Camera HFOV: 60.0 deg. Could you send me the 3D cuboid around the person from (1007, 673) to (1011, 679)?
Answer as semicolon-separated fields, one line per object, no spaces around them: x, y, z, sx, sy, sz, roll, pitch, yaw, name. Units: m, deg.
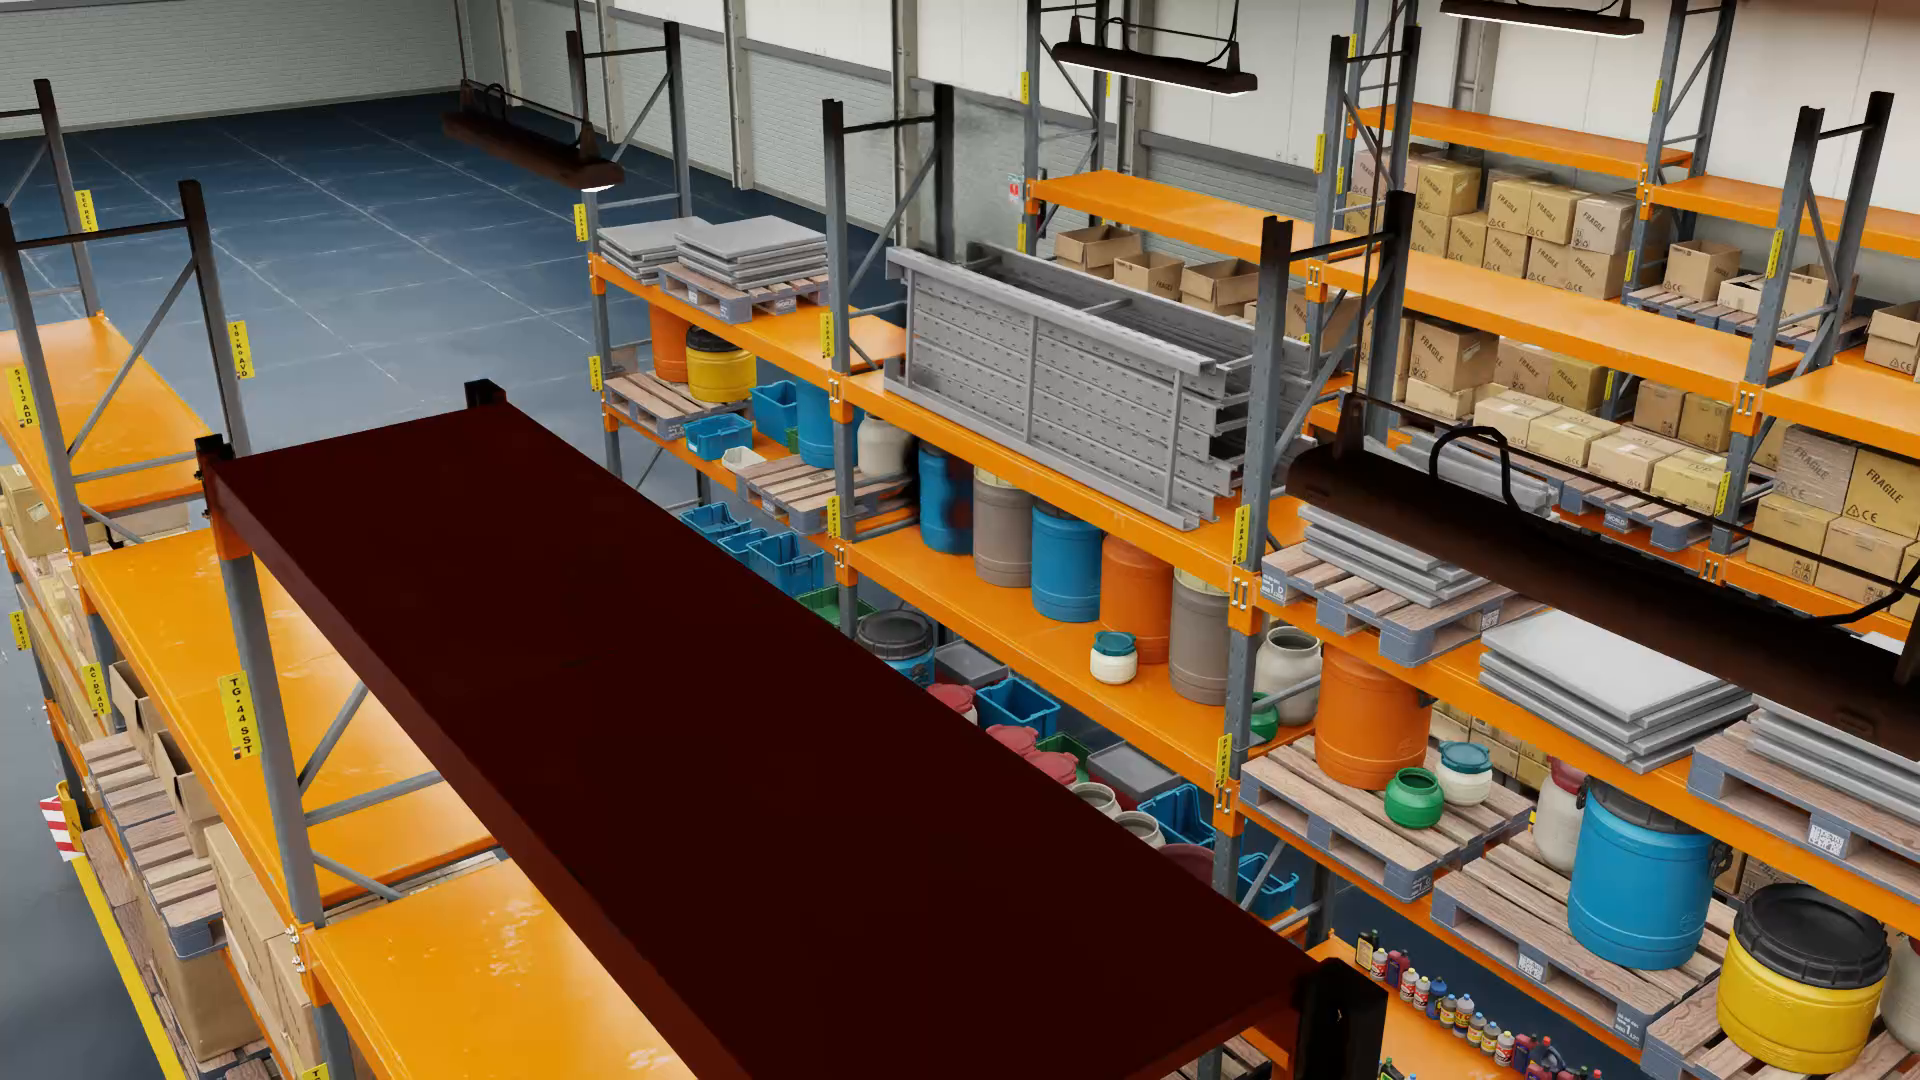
0.228;0.664;15.552;0.788;1.689;0.638;21;32;38;person
